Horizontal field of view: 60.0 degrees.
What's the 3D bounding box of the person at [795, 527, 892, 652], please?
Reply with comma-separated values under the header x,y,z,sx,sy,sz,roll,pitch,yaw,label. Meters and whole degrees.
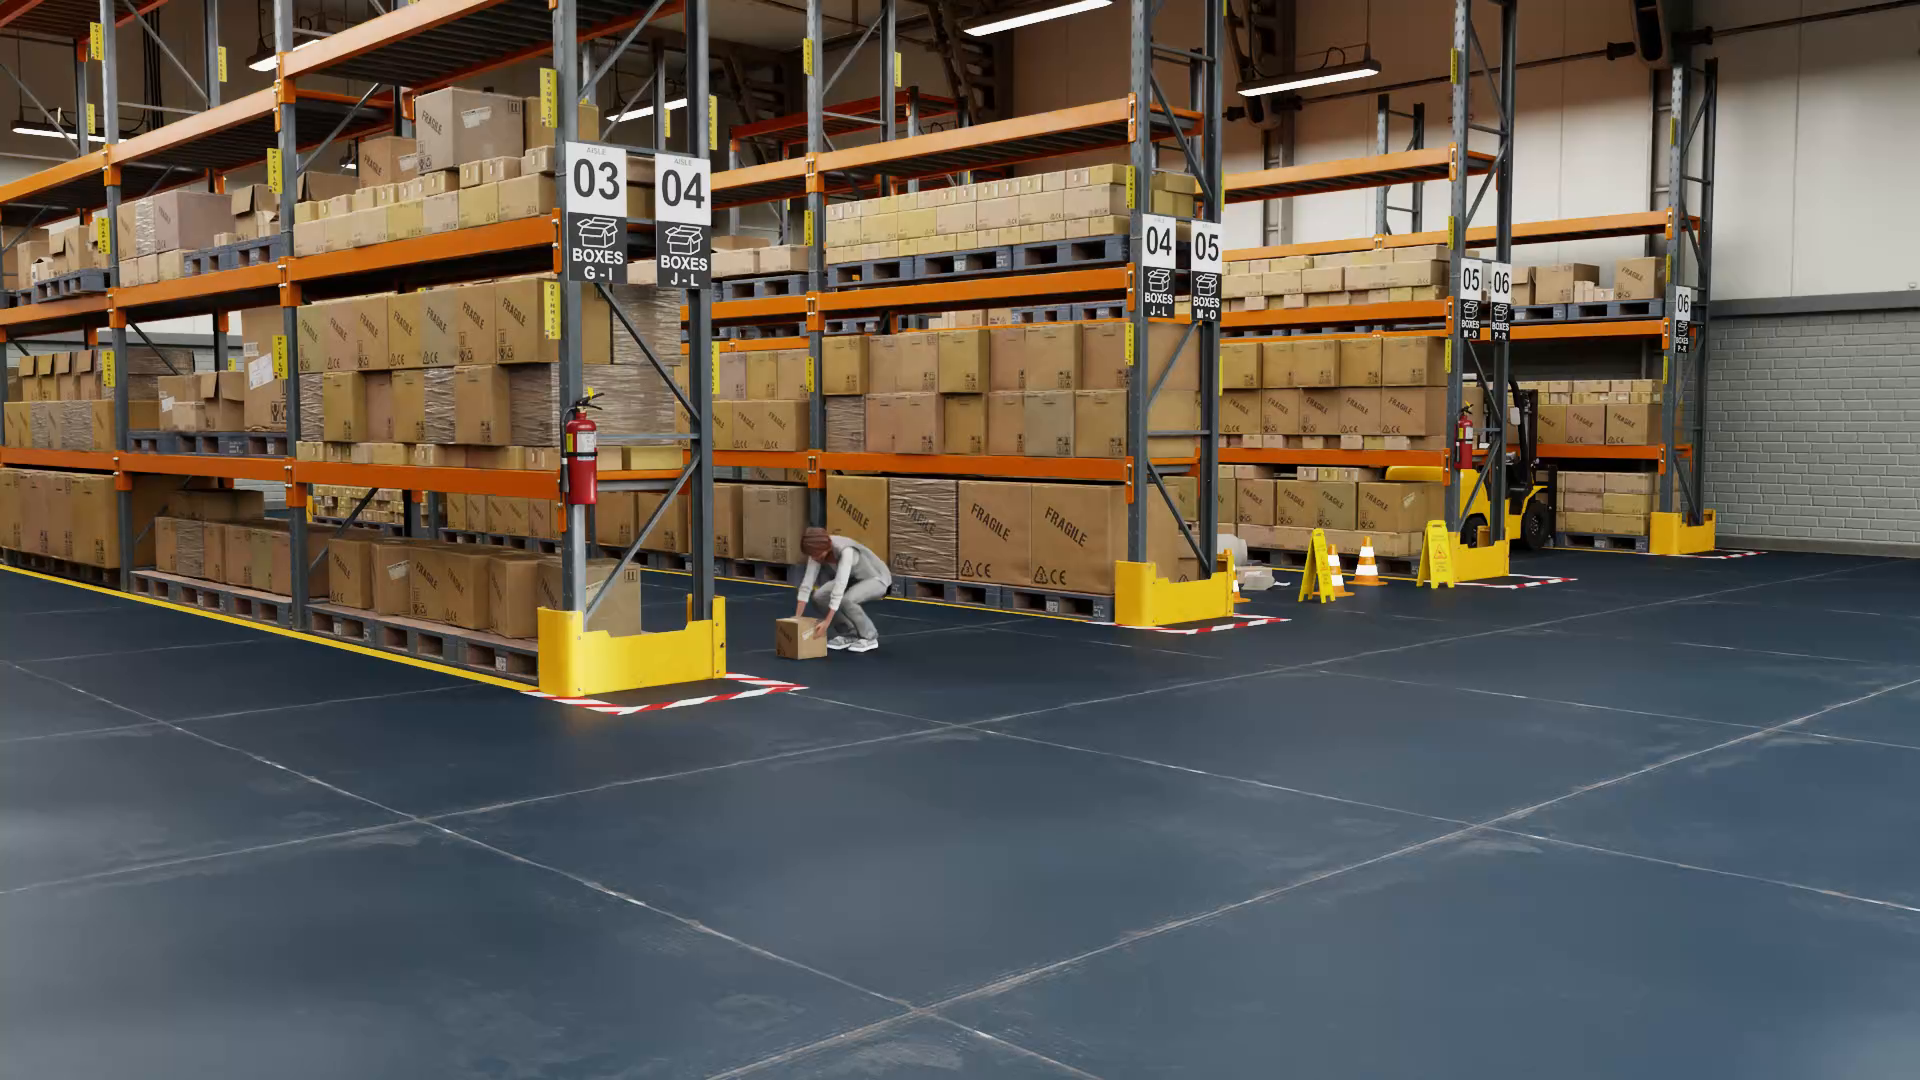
x,y,z,sx,sy,sz,roll,pitch,yaw,label
-0.809,0.336,11.574,0.795,0.886,0.447,-4,6,-44,person
